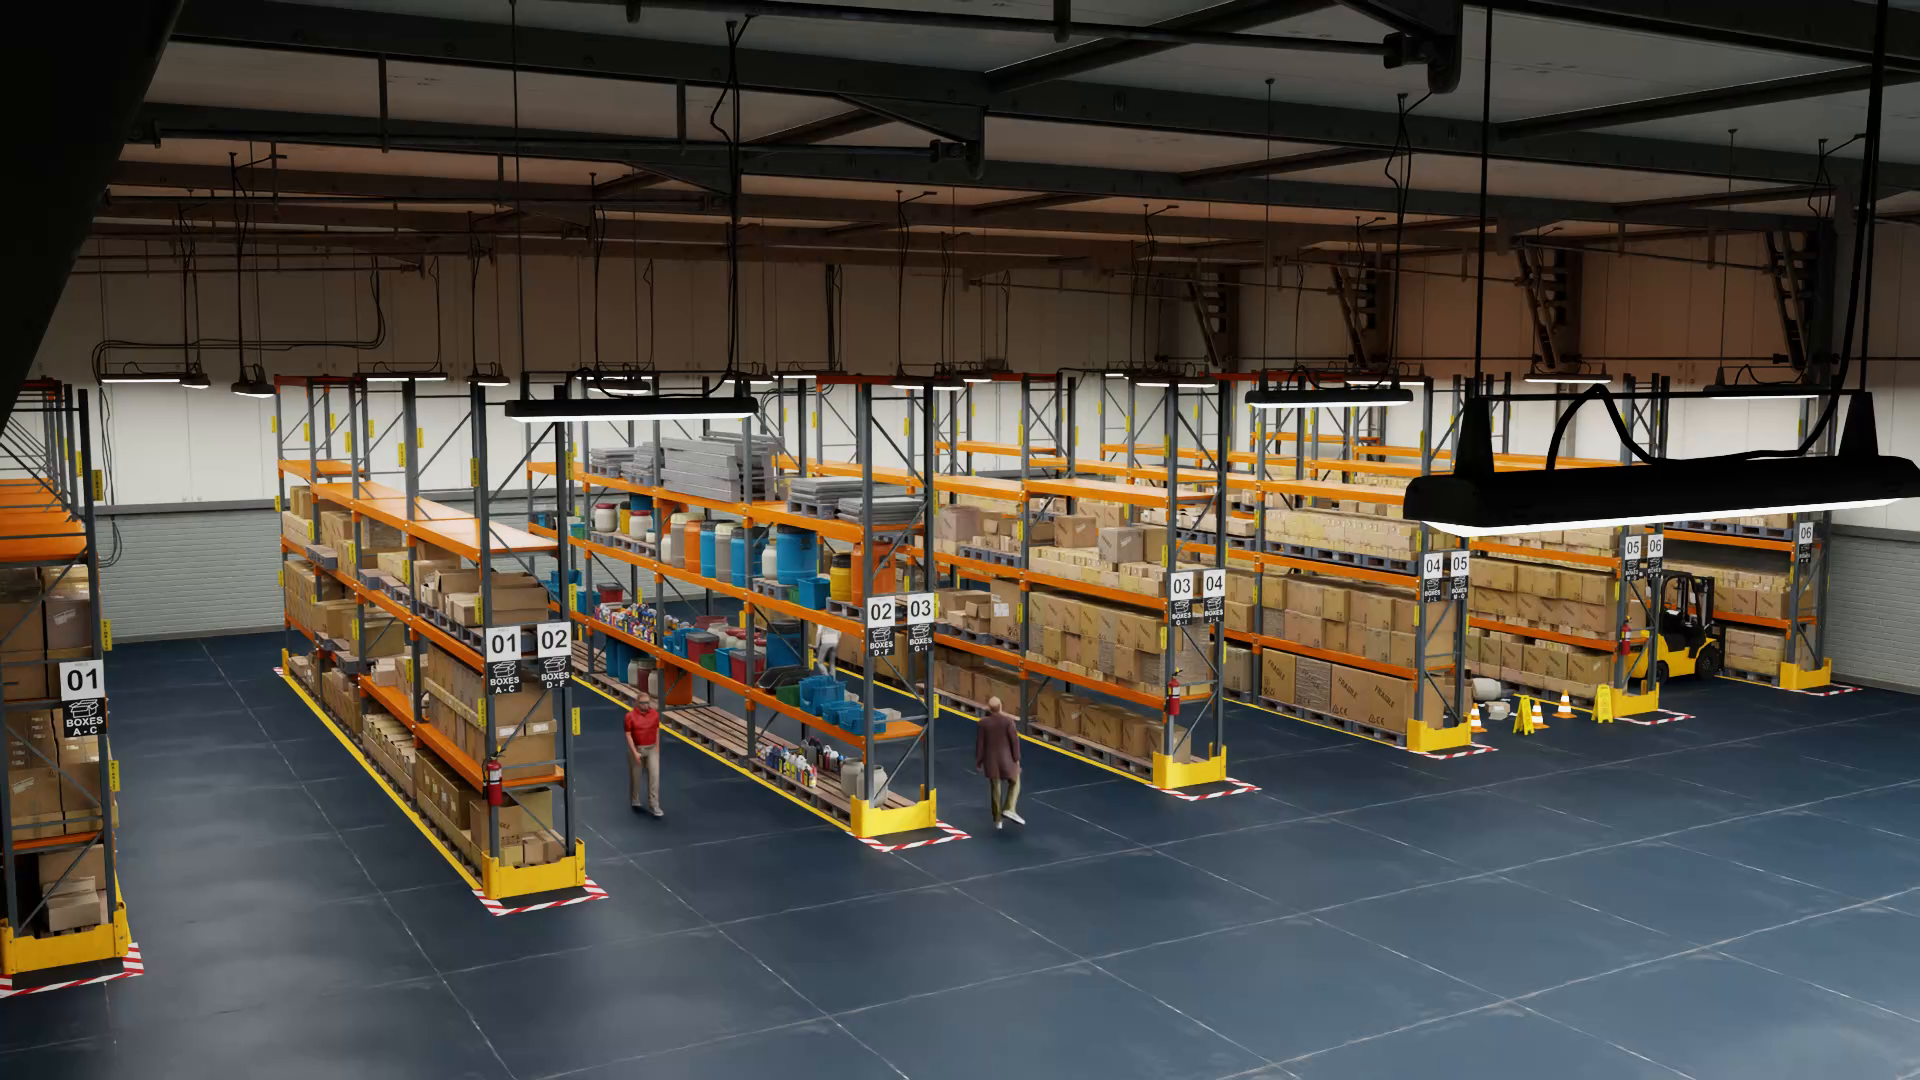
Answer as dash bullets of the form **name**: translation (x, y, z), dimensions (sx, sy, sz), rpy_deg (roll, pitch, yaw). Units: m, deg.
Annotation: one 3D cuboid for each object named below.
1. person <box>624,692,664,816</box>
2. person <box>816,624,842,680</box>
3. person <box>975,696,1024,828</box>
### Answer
- **person**: translation (-4.392, 2.954, 23.164), dimensions (0.539, 1.664, 1.000), rpy_deg (-3, 7, -25)
- **person**: translation (-2.511, 2.030, 31.843), dimensions (0.533, 1.666, 0.502), rpy_deg (-3, 7, -26)
- **person**: translation (0.534, 2.989, 22.484), dimensions (0.714, 1.757, 0.542), rpy_deg (1, 6, 12)
